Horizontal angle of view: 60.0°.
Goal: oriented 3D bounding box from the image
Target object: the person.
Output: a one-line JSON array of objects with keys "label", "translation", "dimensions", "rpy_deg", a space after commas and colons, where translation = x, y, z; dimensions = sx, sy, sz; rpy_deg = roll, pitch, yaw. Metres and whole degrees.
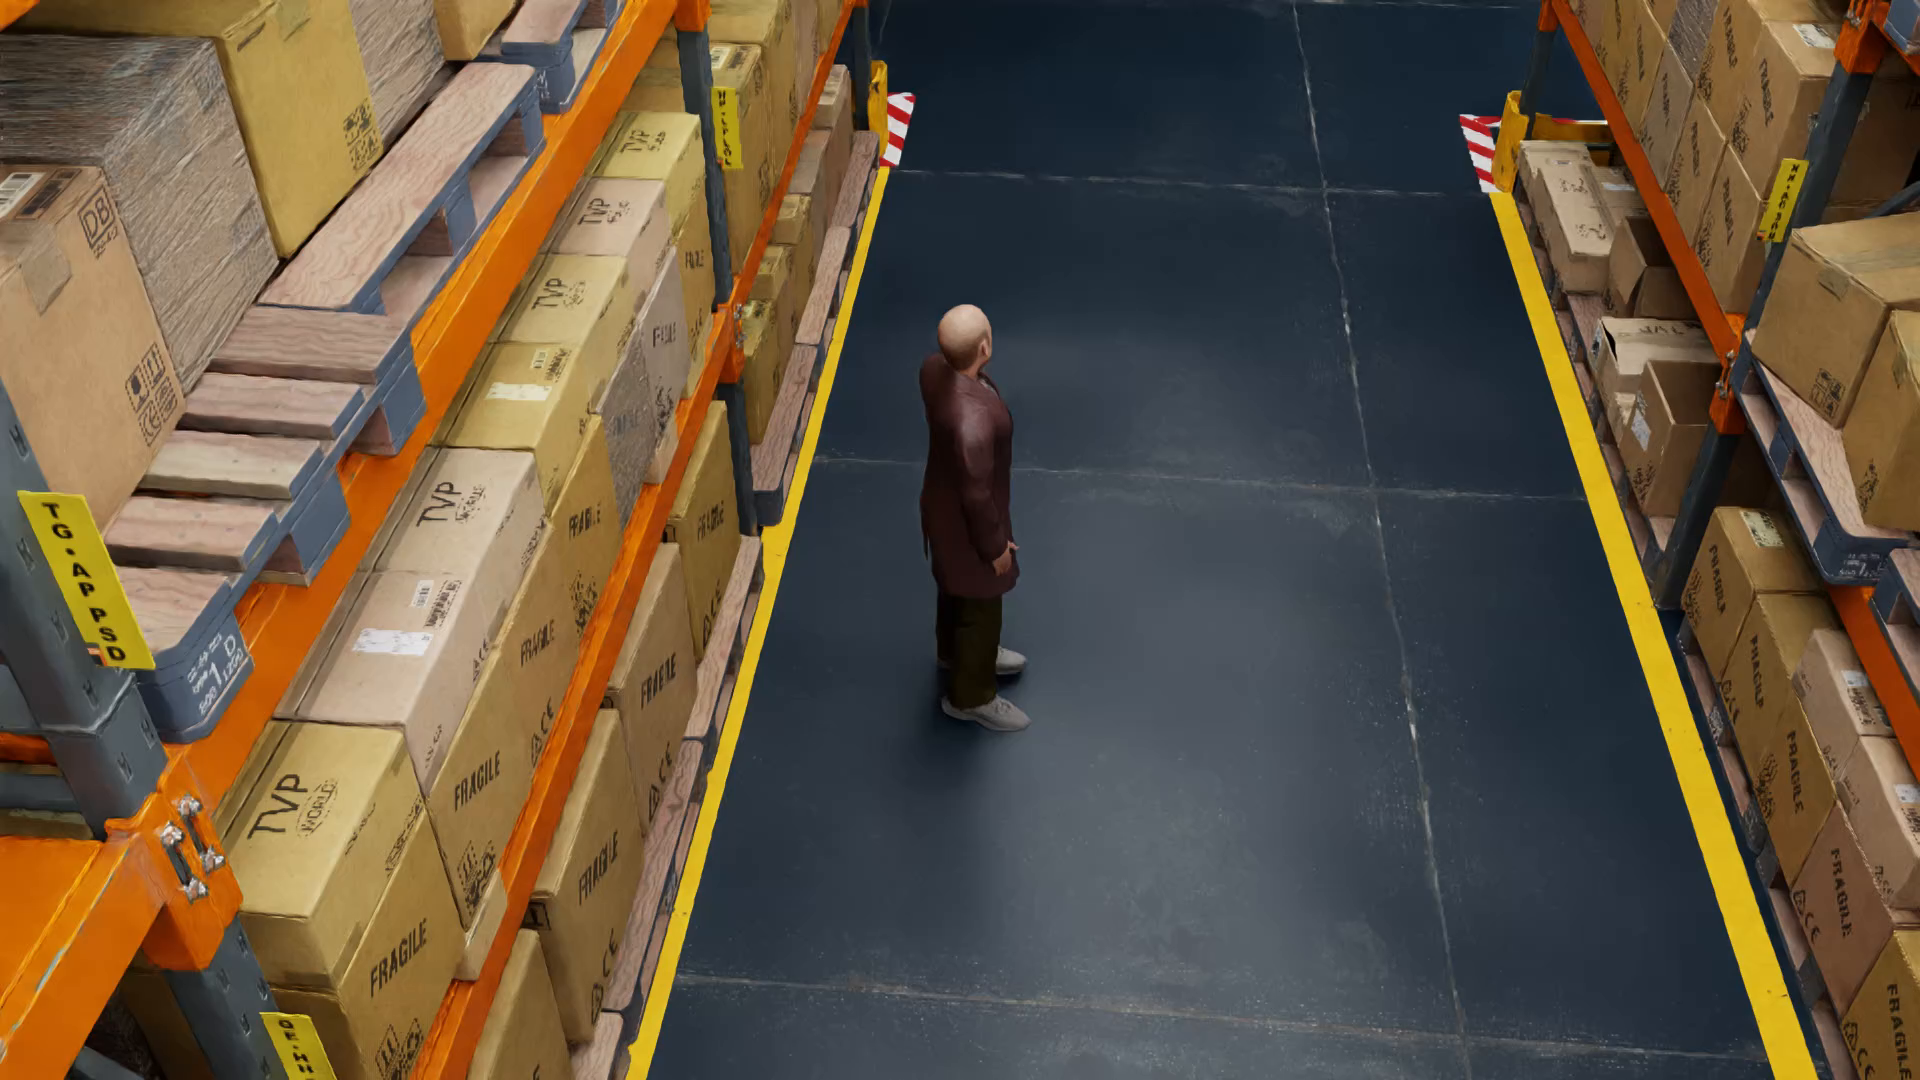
[{"label": "person", "translation": [0.076, -0.086, 6.274], "dimensions": [0.432, 1.832, 0.634], "rpy_deg": [-10, 41, -12]}]
